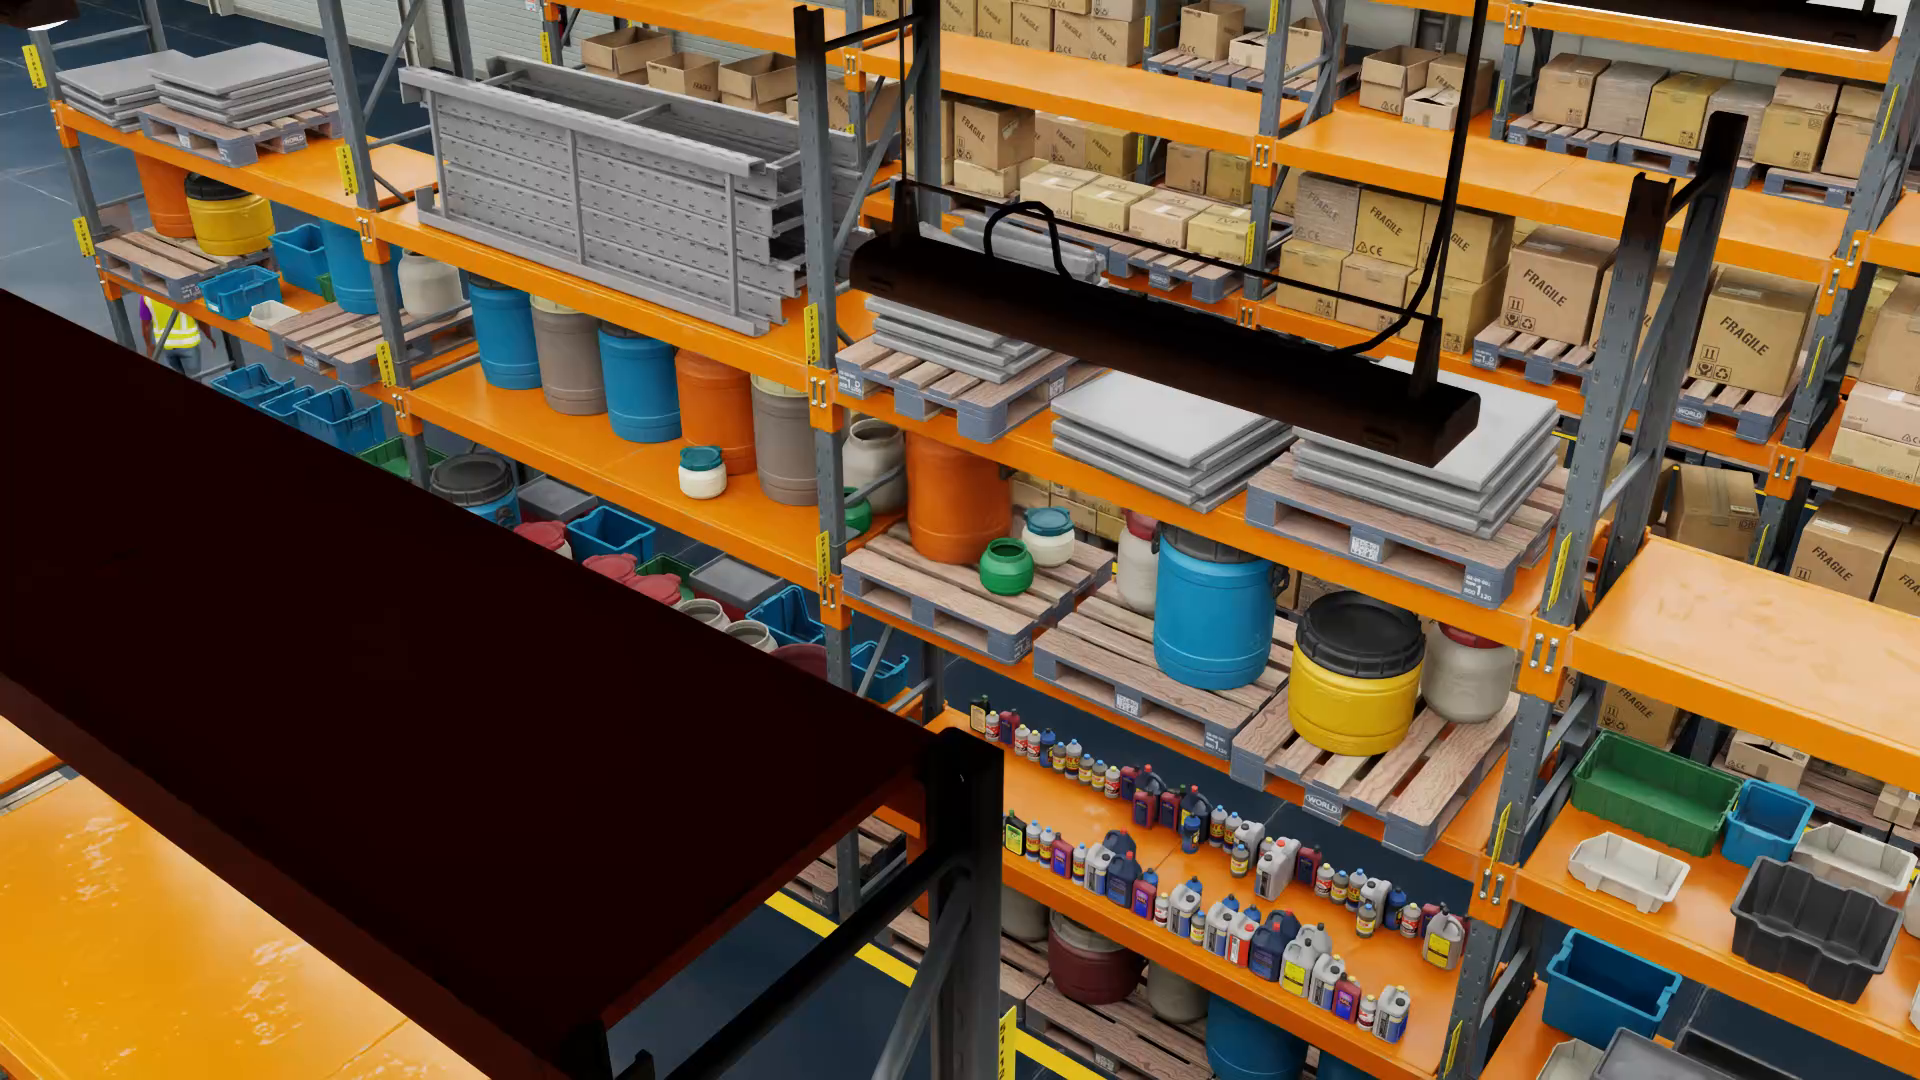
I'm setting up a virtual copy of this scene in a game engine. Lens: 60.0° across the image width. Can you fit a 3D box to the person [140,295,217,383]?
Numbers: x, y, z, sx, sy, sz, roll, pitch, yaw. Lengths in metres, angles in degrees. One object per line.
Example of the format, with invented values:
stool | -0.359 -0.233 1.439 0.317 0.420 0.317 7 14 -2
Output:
person | -7.918 -2.046 16.936 0.654 1.757 0.736 0 31 -1
